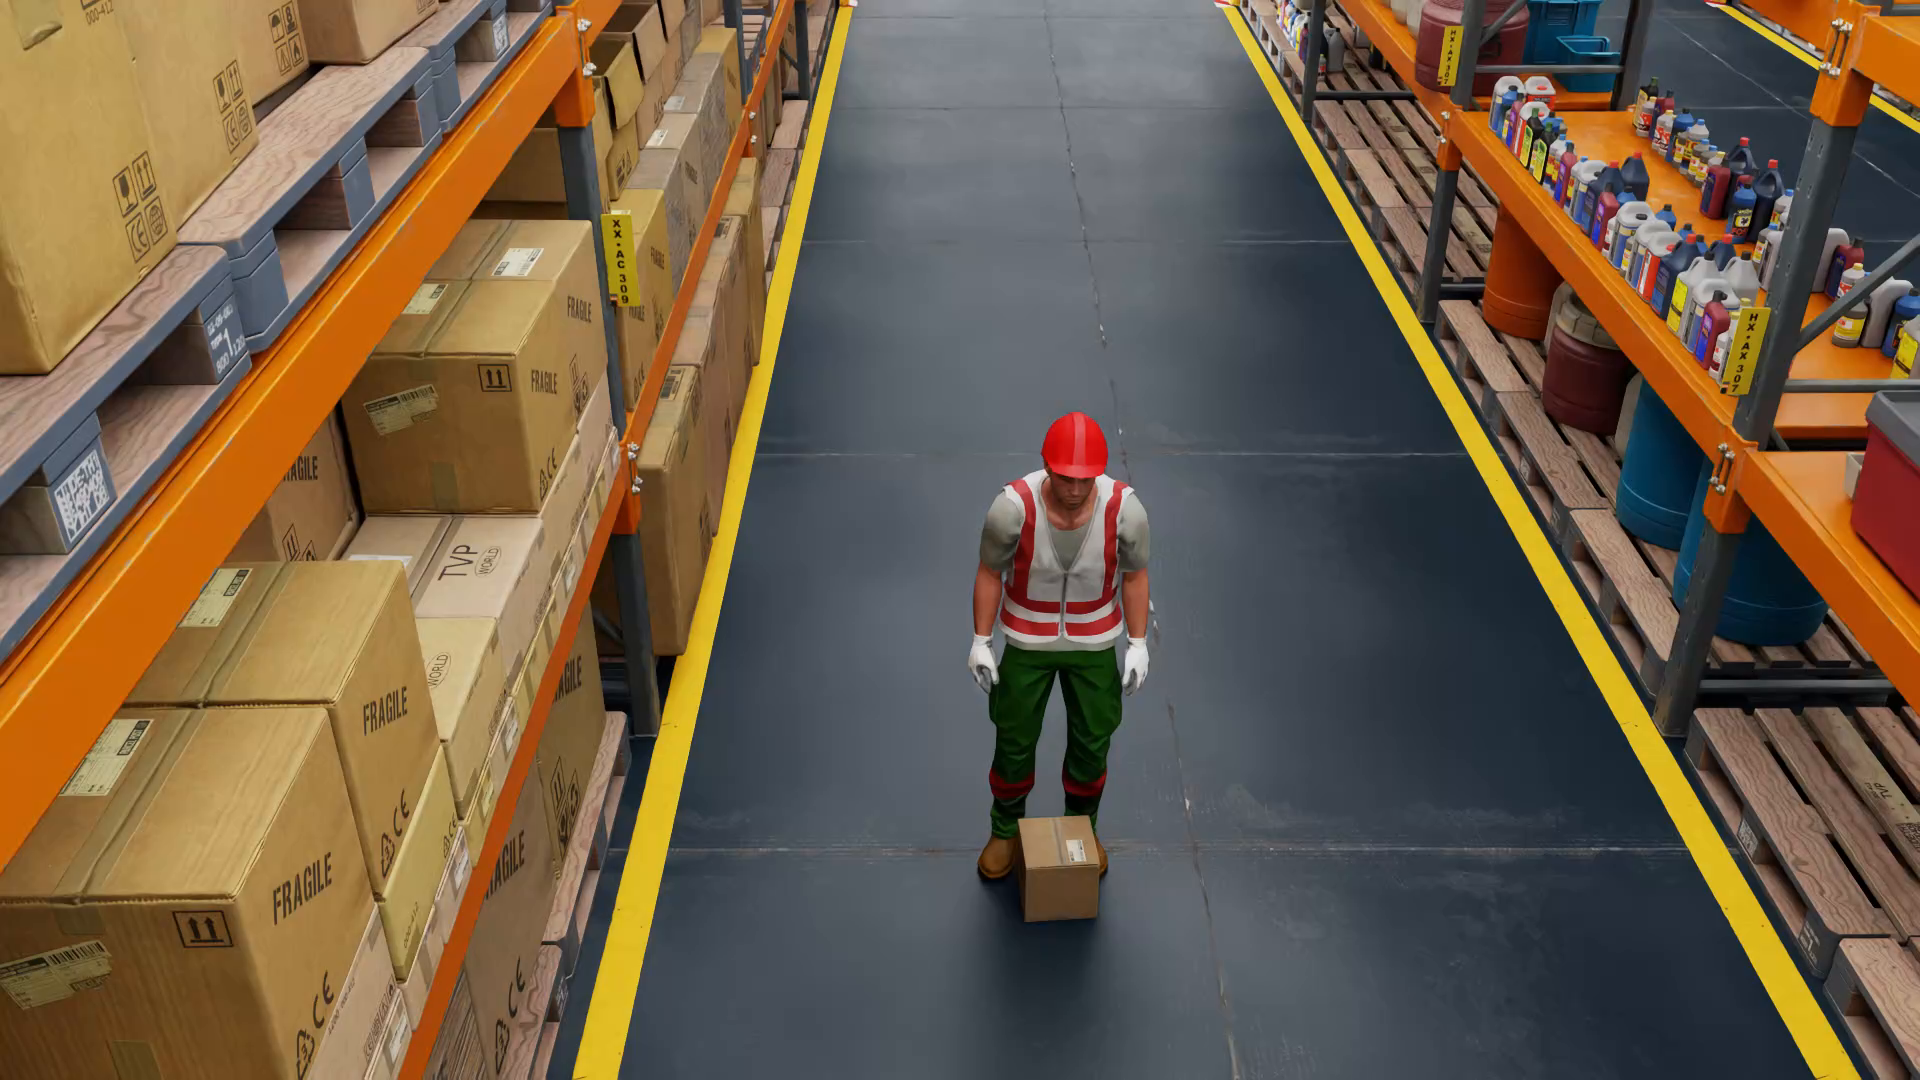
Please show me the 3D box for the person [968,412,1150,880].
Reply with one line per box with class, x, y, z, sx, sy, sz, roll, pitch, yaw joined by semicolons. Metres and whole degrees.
person;0.330;0.359;5.528;0.609;1.779;0.448;0;31;0
